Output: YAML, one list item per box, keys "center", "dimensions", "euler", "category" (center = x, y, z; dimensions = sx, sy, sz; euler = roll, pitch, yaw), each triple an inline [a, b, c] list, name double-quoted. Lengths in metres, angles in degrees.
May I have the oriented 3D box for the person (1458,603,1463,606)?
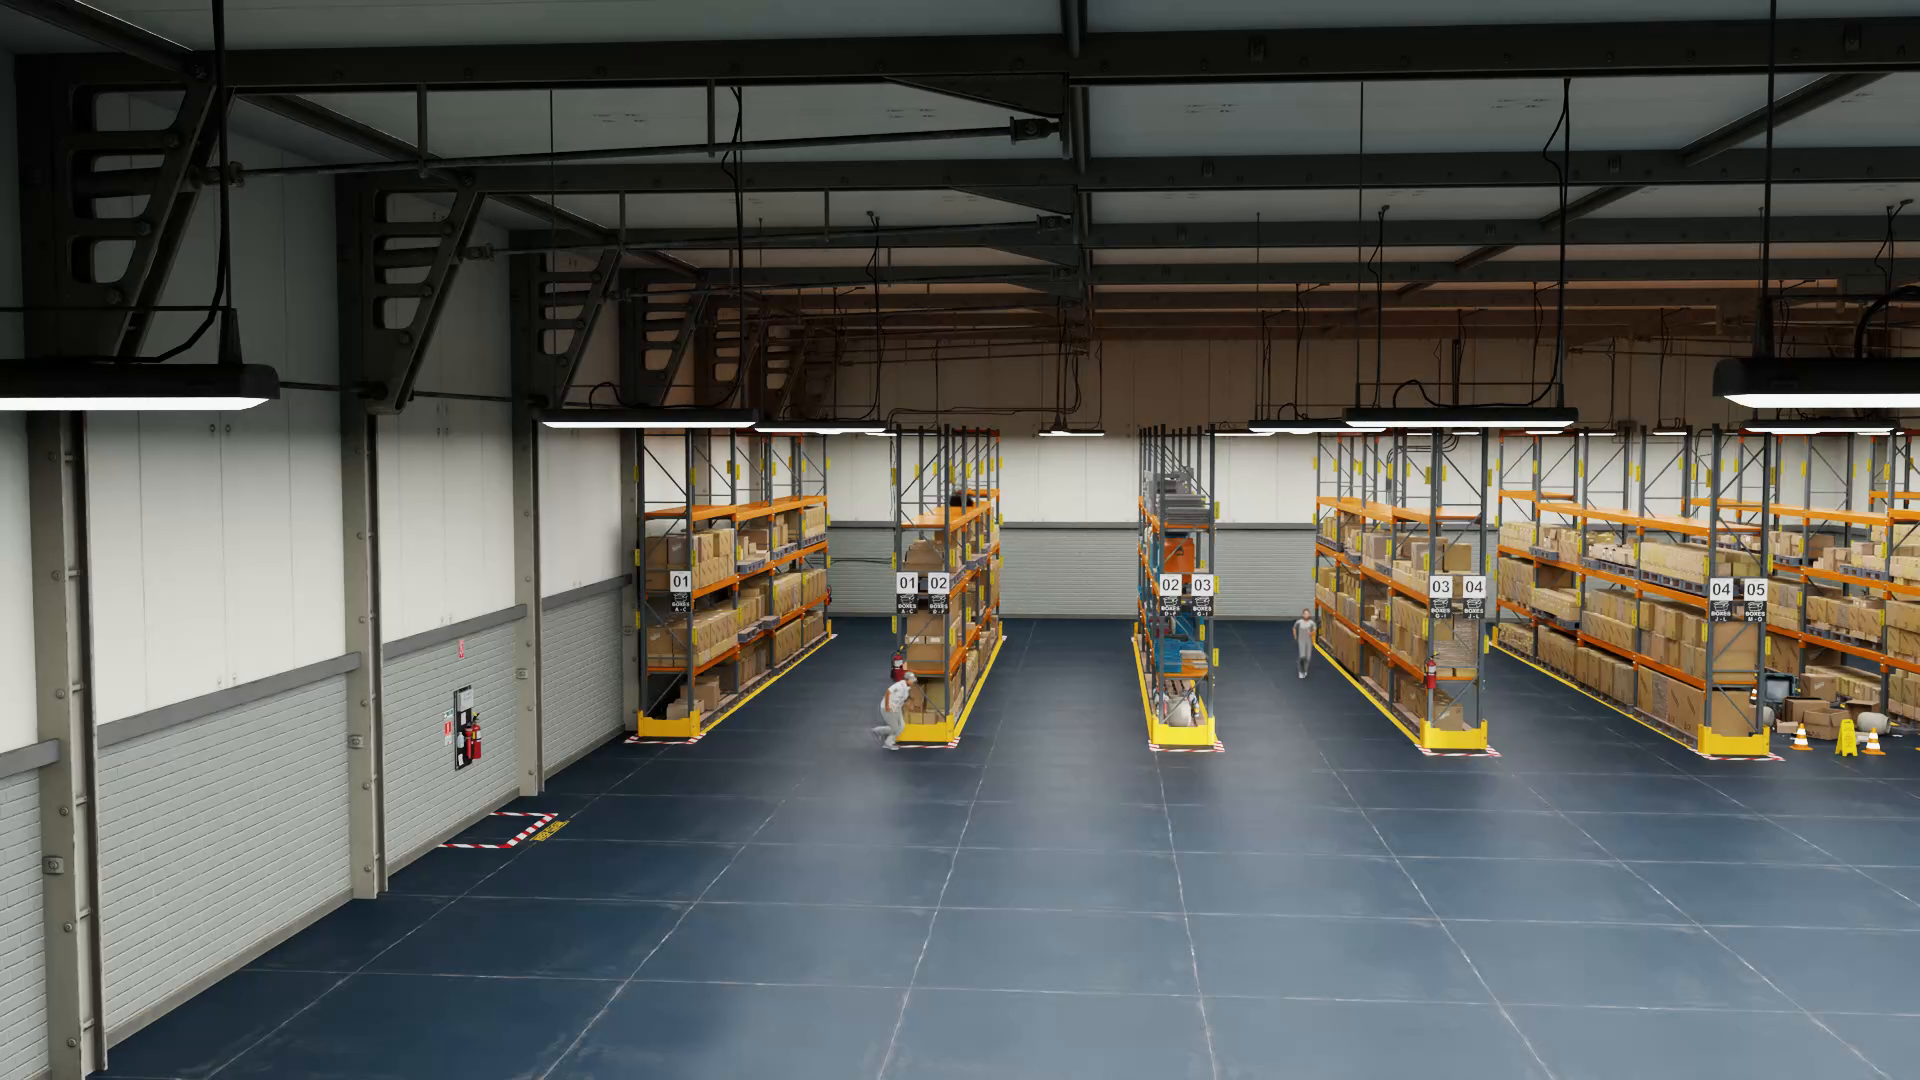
- center: [14.289, 2.031, 46.991]
  dimensions: [0.547, 1.720, 0.659]
  euler: [2, 4, 29]
  category: "person"

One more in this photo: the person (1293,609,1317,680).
- center: [8.222, 2.479, 39.596]
  dimensions: [0.515, 1.688, 0.697]
  euler: [0, 3, 1]
  category: "person"

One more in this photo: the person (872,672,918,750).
- center: [-1.200, 3.141, 30.544]
  dimensions: [0.914, 1.474, 0.625]
  euler: [1, 4, 22]
  category: "person"
